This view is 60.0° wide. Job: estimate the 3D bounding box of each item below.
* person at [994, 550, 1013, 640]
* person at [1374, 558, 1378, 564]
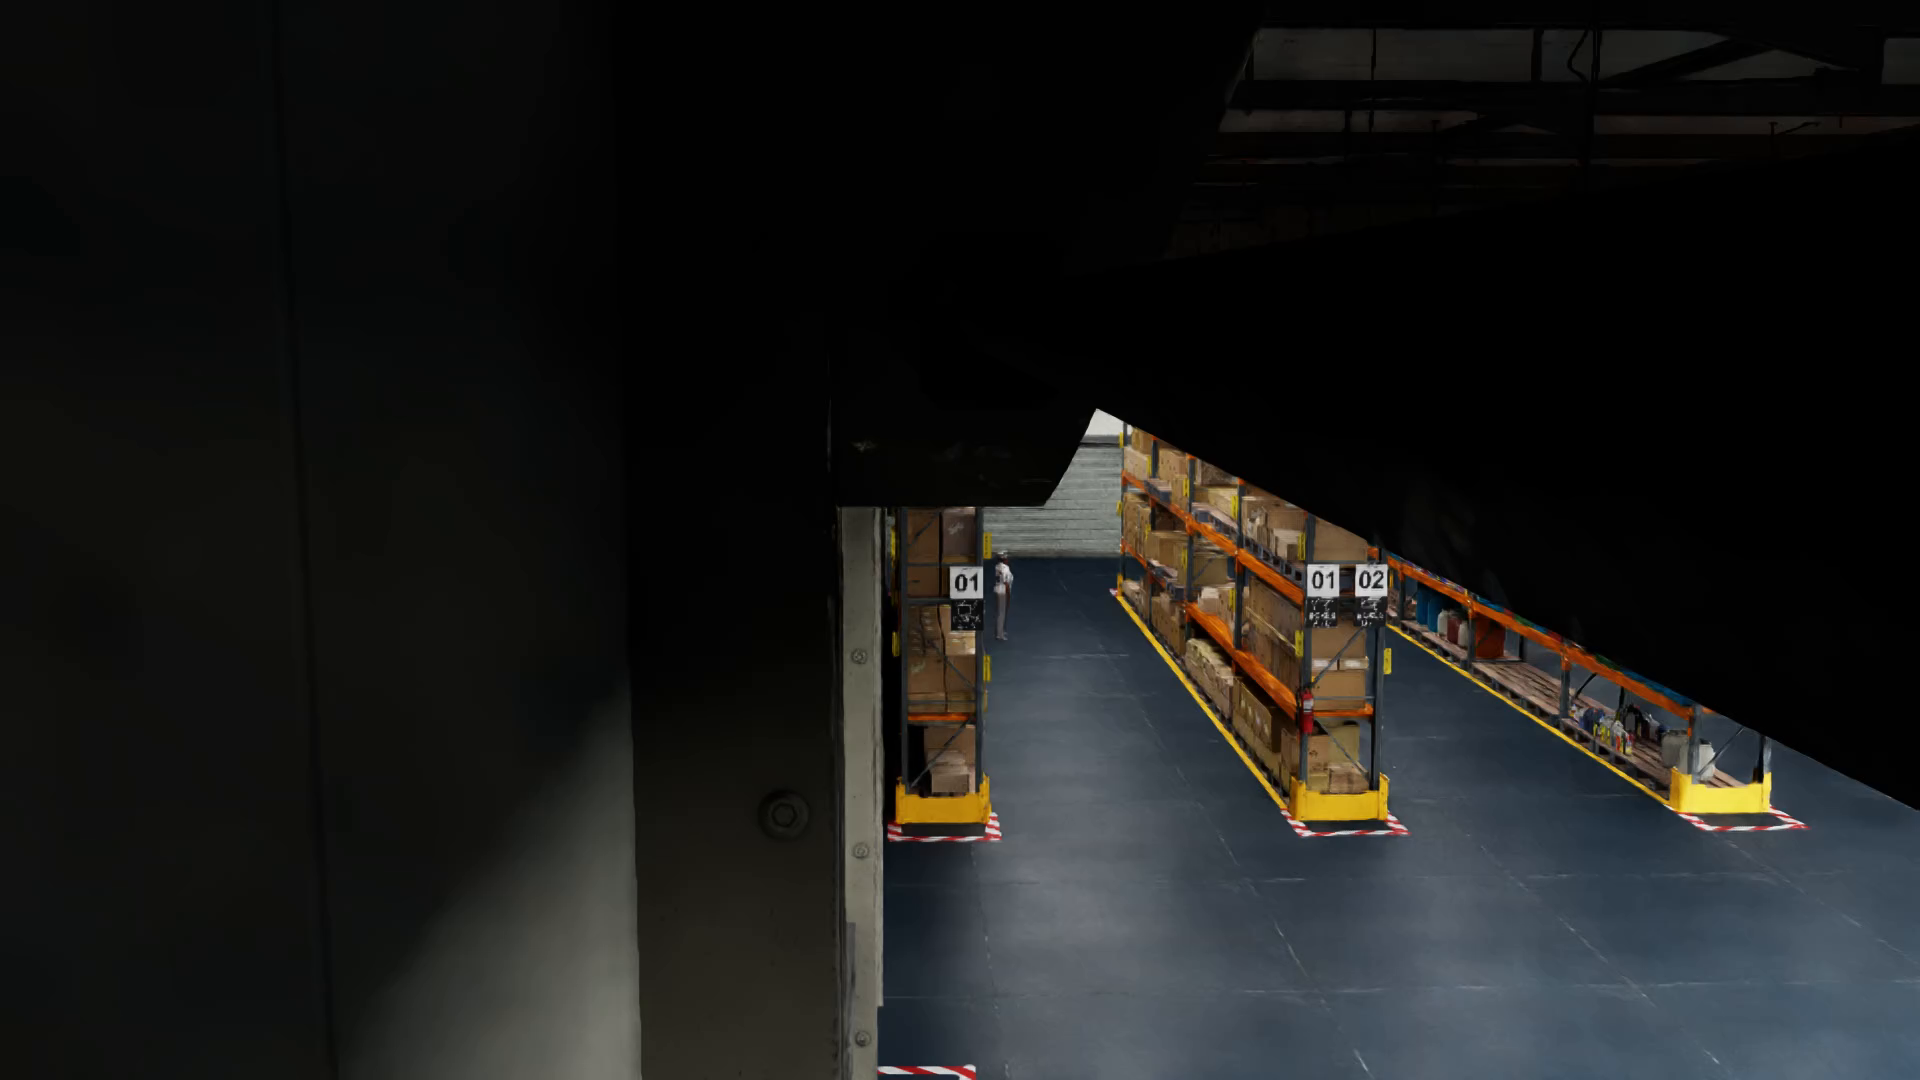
[{"bbox_3d":[0.825,1.029,31.770,0.373,1.677,0.588,-3,8,-18],"label":"person"},{"bbox_3d":[10.164,-0.044,39.981,0.603,1.531,1.110,0,8,-3],"label":"person"}]
